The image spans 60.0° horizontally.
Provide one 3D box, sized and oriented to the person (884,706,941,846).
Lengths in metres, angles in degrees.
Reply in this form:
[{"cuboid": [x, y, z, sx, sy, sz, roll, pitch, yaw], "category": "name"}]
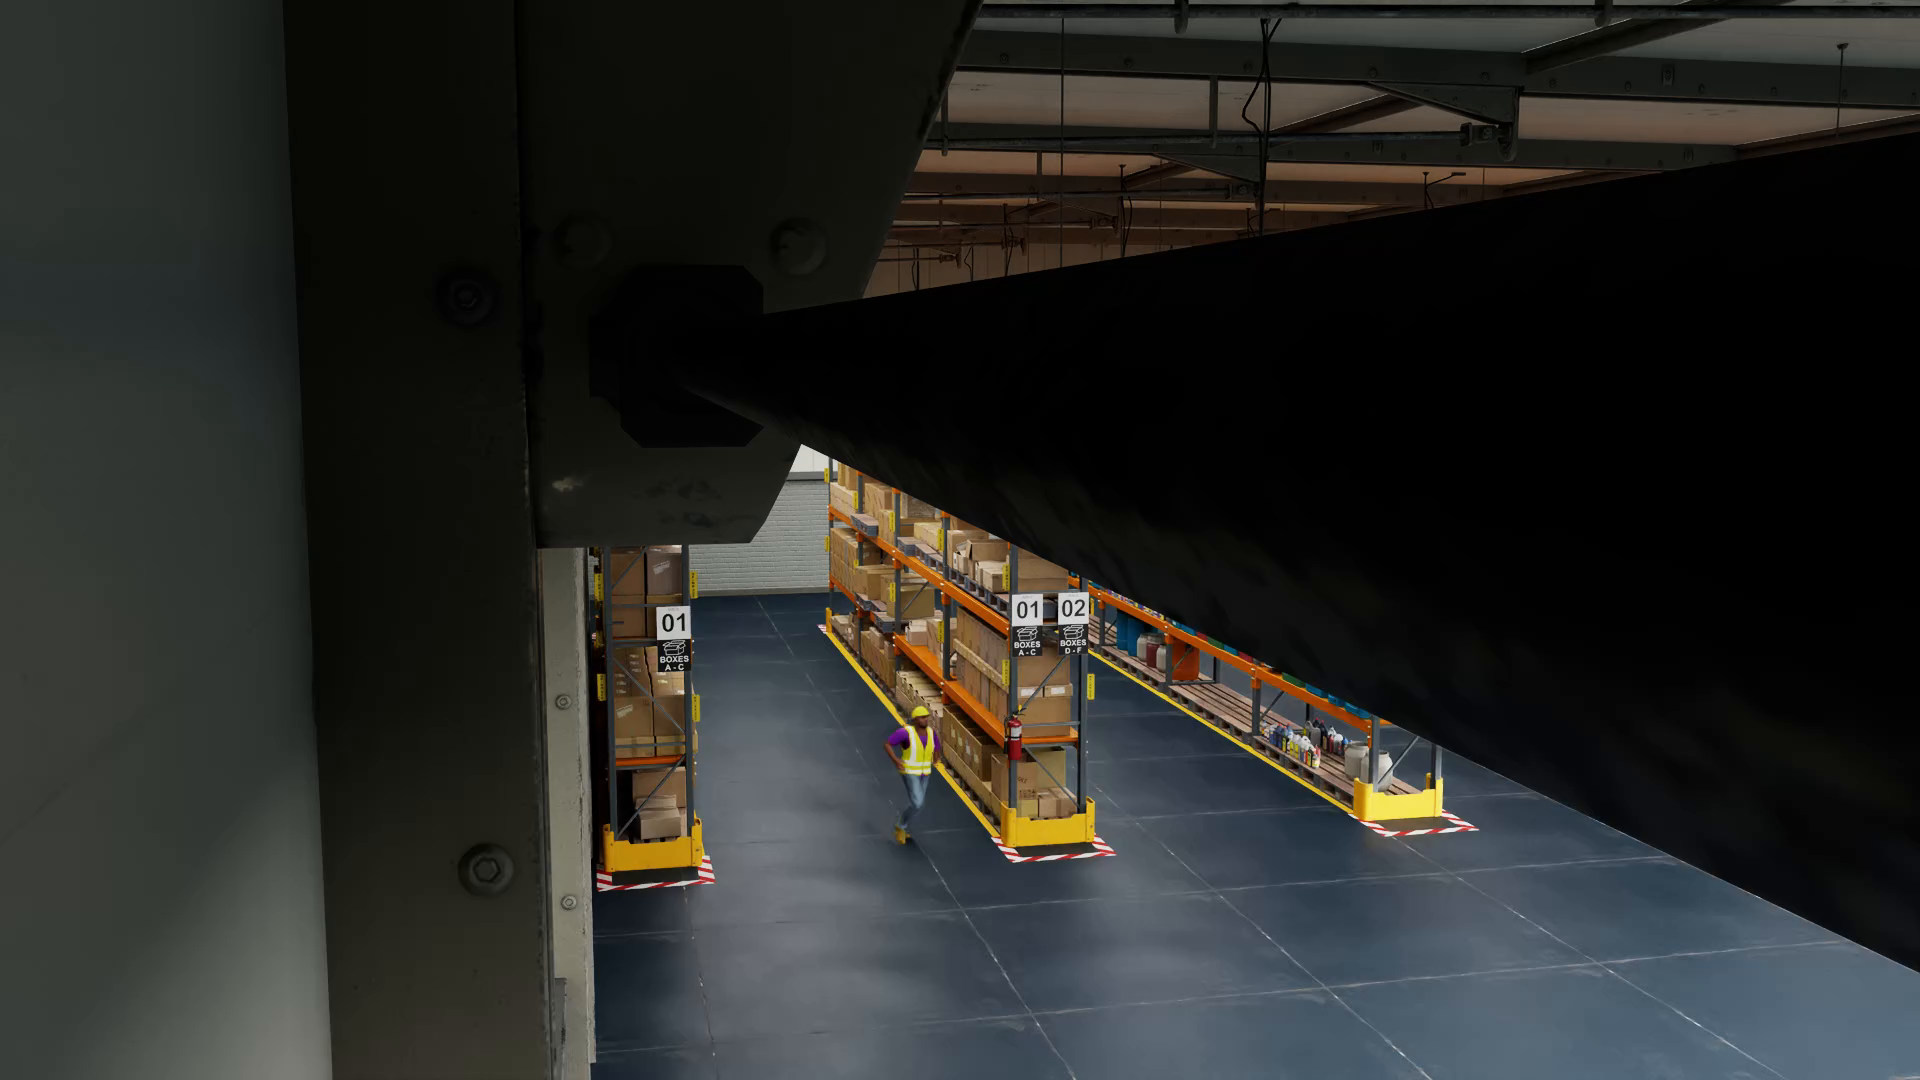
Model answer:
[{"cuboid": [-0.542, 2.972, 21.115, 0.696, 1.744, 0.652, -6, 9, -40], "category": "person"}]
